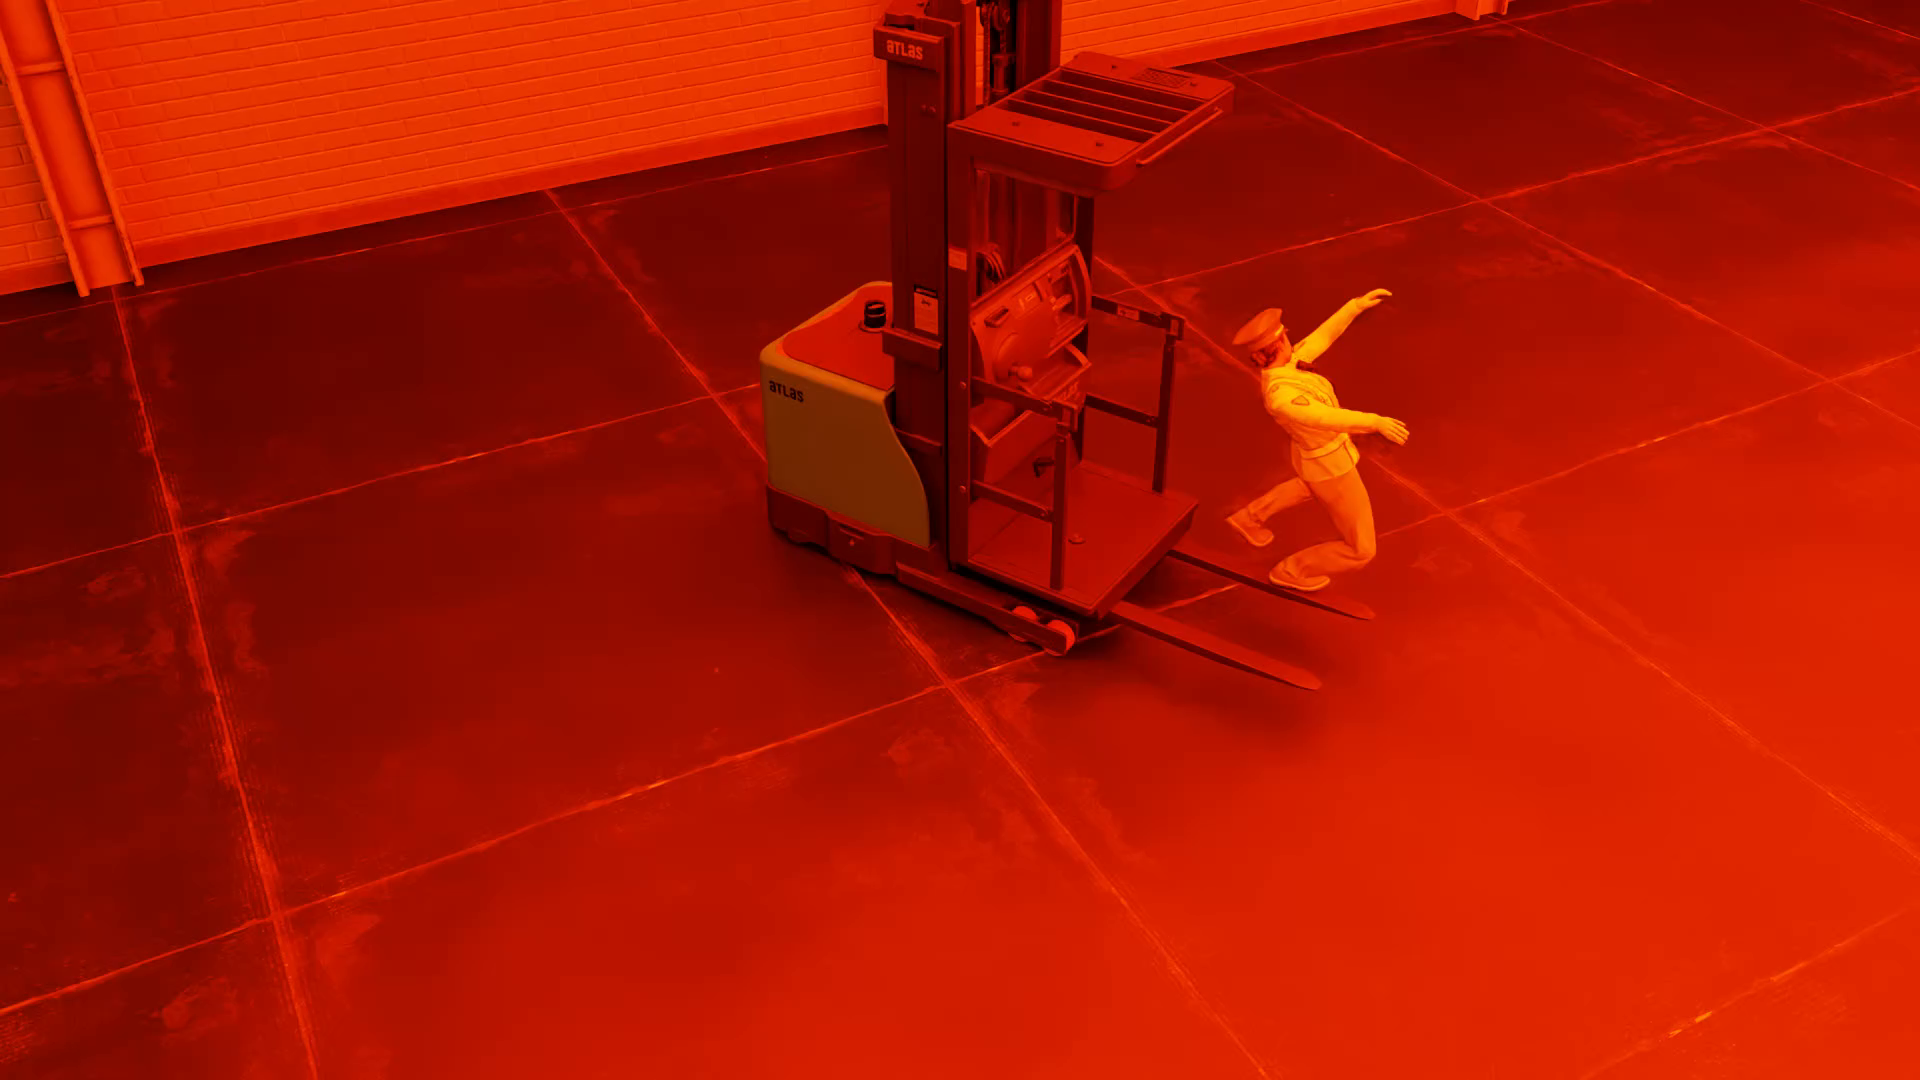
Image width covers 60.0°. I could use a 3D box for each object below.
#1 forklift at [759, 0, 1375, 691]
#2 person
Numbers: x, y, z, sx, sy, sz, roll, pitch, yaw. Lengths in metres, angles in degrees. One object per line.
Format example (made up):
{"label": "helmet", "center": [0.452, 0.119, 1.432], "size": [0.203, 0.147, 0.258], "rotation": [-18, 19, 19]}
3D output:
{"label": "forklift", "center": [0.506, -1.000, 7.537], "size": [3.031, 2.935, 1.130], "rotation": [21, 40, 27]}
{"label": "person", "center": [1.605, -0.339, 7.585], "size": [0.714, 1.459, 0.972], "rotation": [-4, 35, -5]}
